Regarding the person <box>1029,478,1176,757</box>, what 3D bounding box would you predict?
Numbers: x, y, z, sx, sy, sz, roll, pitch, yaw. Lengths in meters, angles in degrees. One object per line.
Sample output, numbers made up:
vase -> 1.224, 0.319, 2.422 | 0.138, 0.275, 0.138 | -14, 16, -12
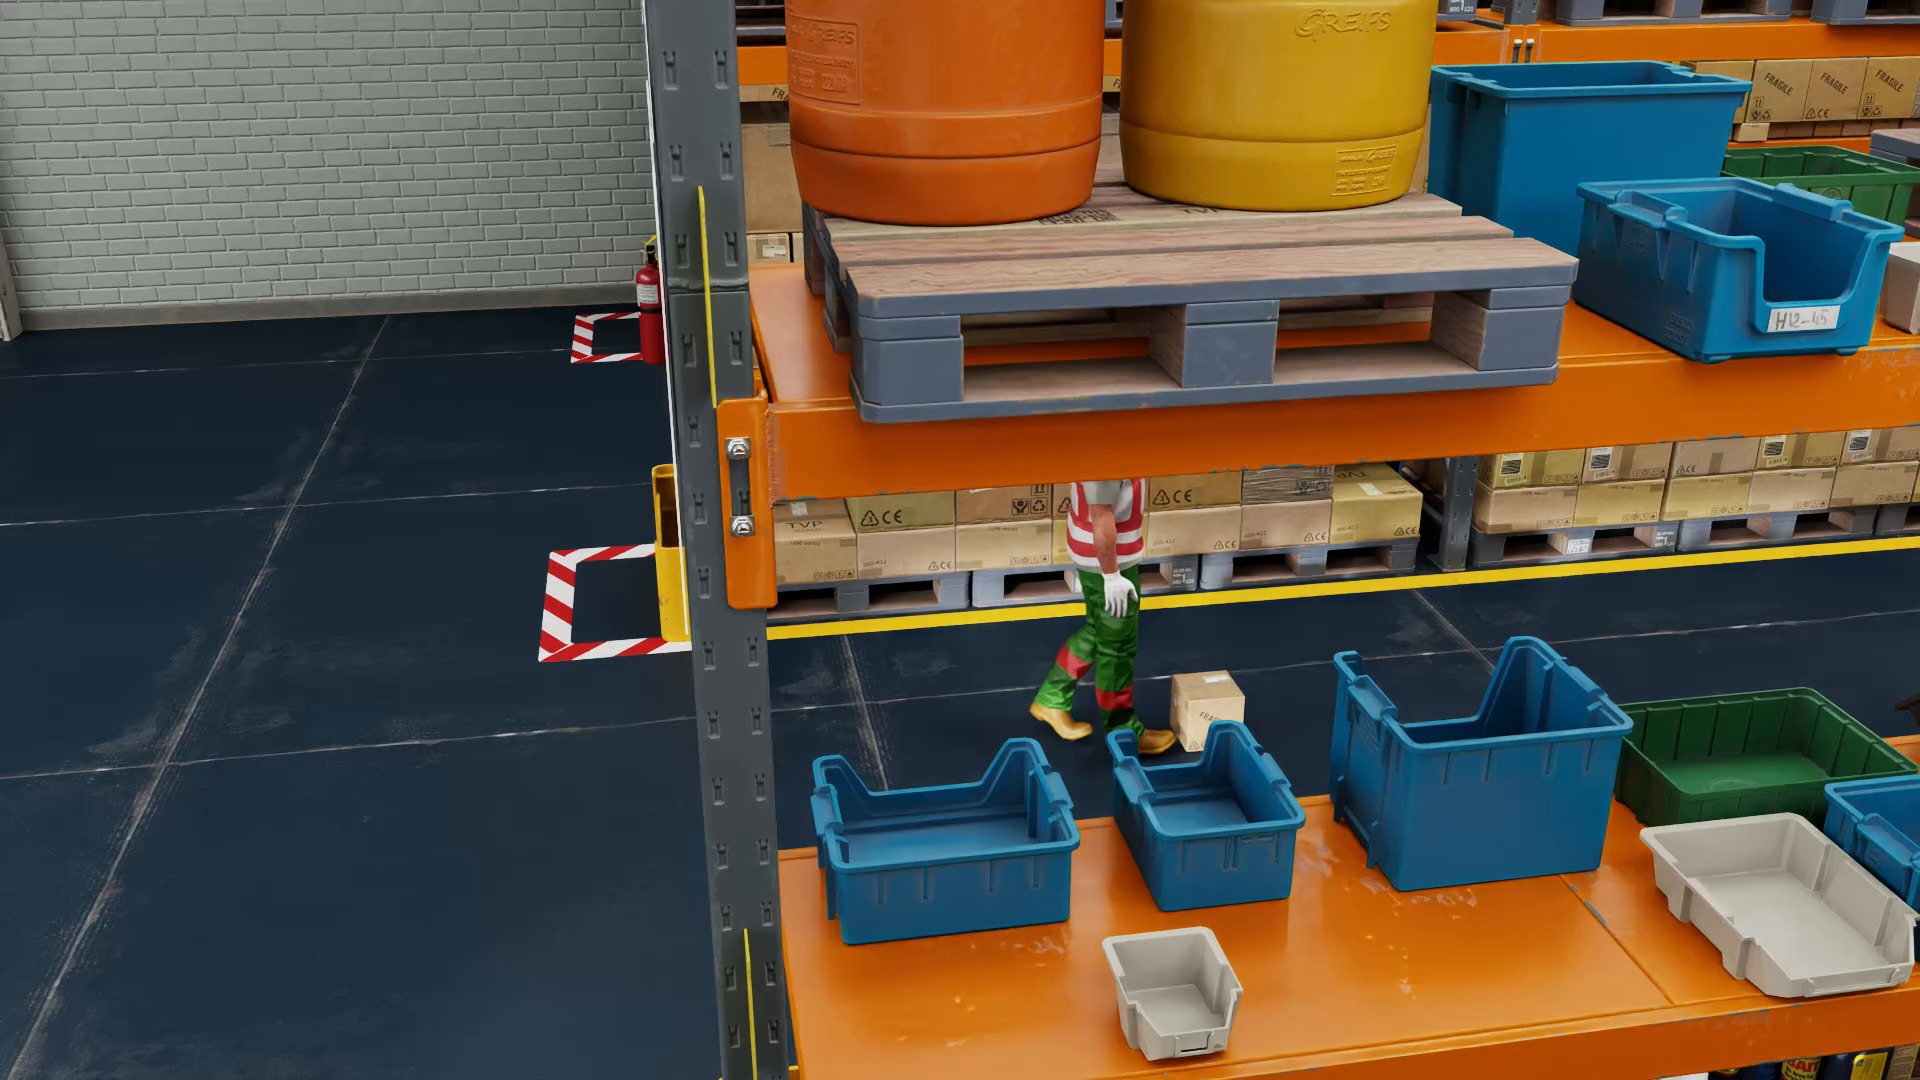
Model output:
person -> 0.622, 0.076, 6.875 | 0.626, 1.793, 0.575 | -1, 23, -2
